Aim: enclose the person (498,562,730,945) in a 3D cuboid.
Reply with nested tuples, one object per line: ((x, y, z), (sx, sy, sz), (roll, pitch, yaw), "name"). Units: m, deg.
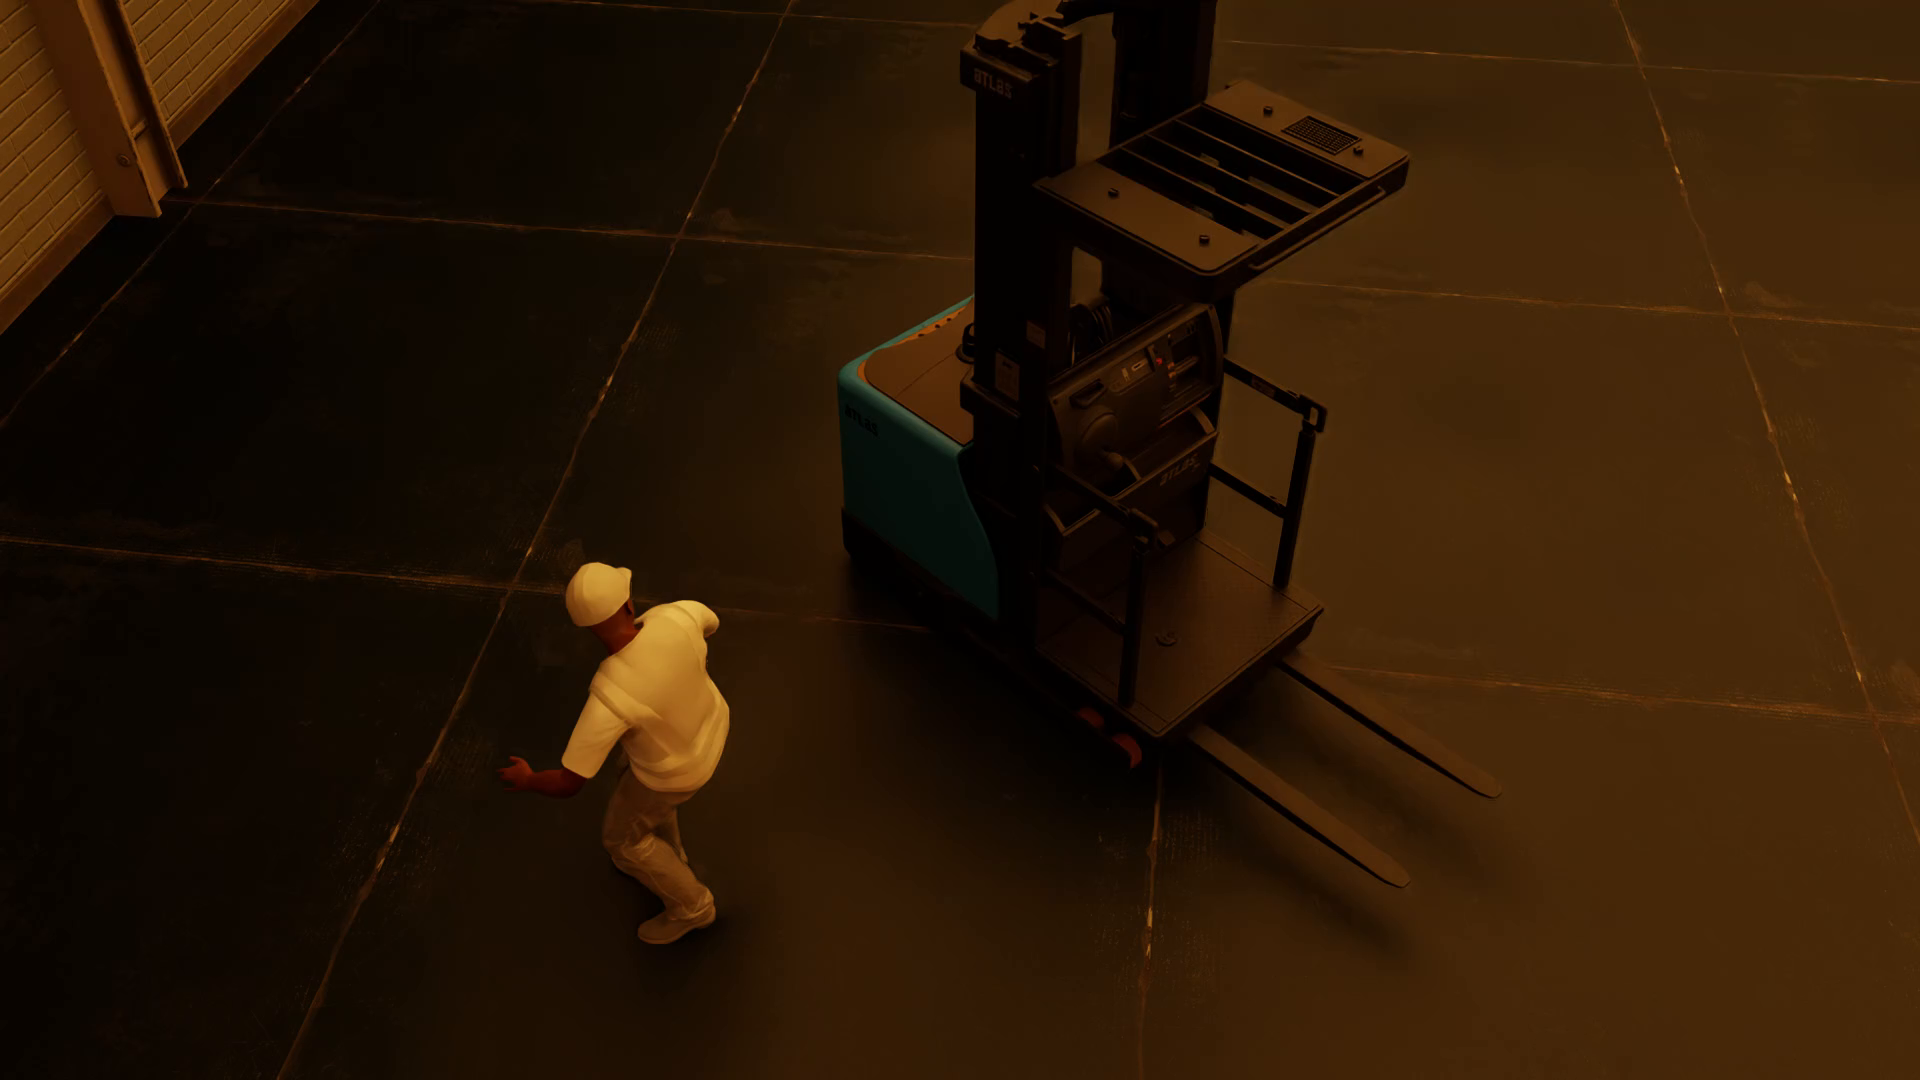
((-1.190, 0.718, 5.882), (0.707, 1.693, 0.832), (10, 43, 11), "person")

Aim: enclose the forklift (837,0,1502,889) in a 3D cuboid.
((0.836, -0.522, 6.292), (1.130, 2.935, 3.031), (-33, 52, -31), "forklift")
